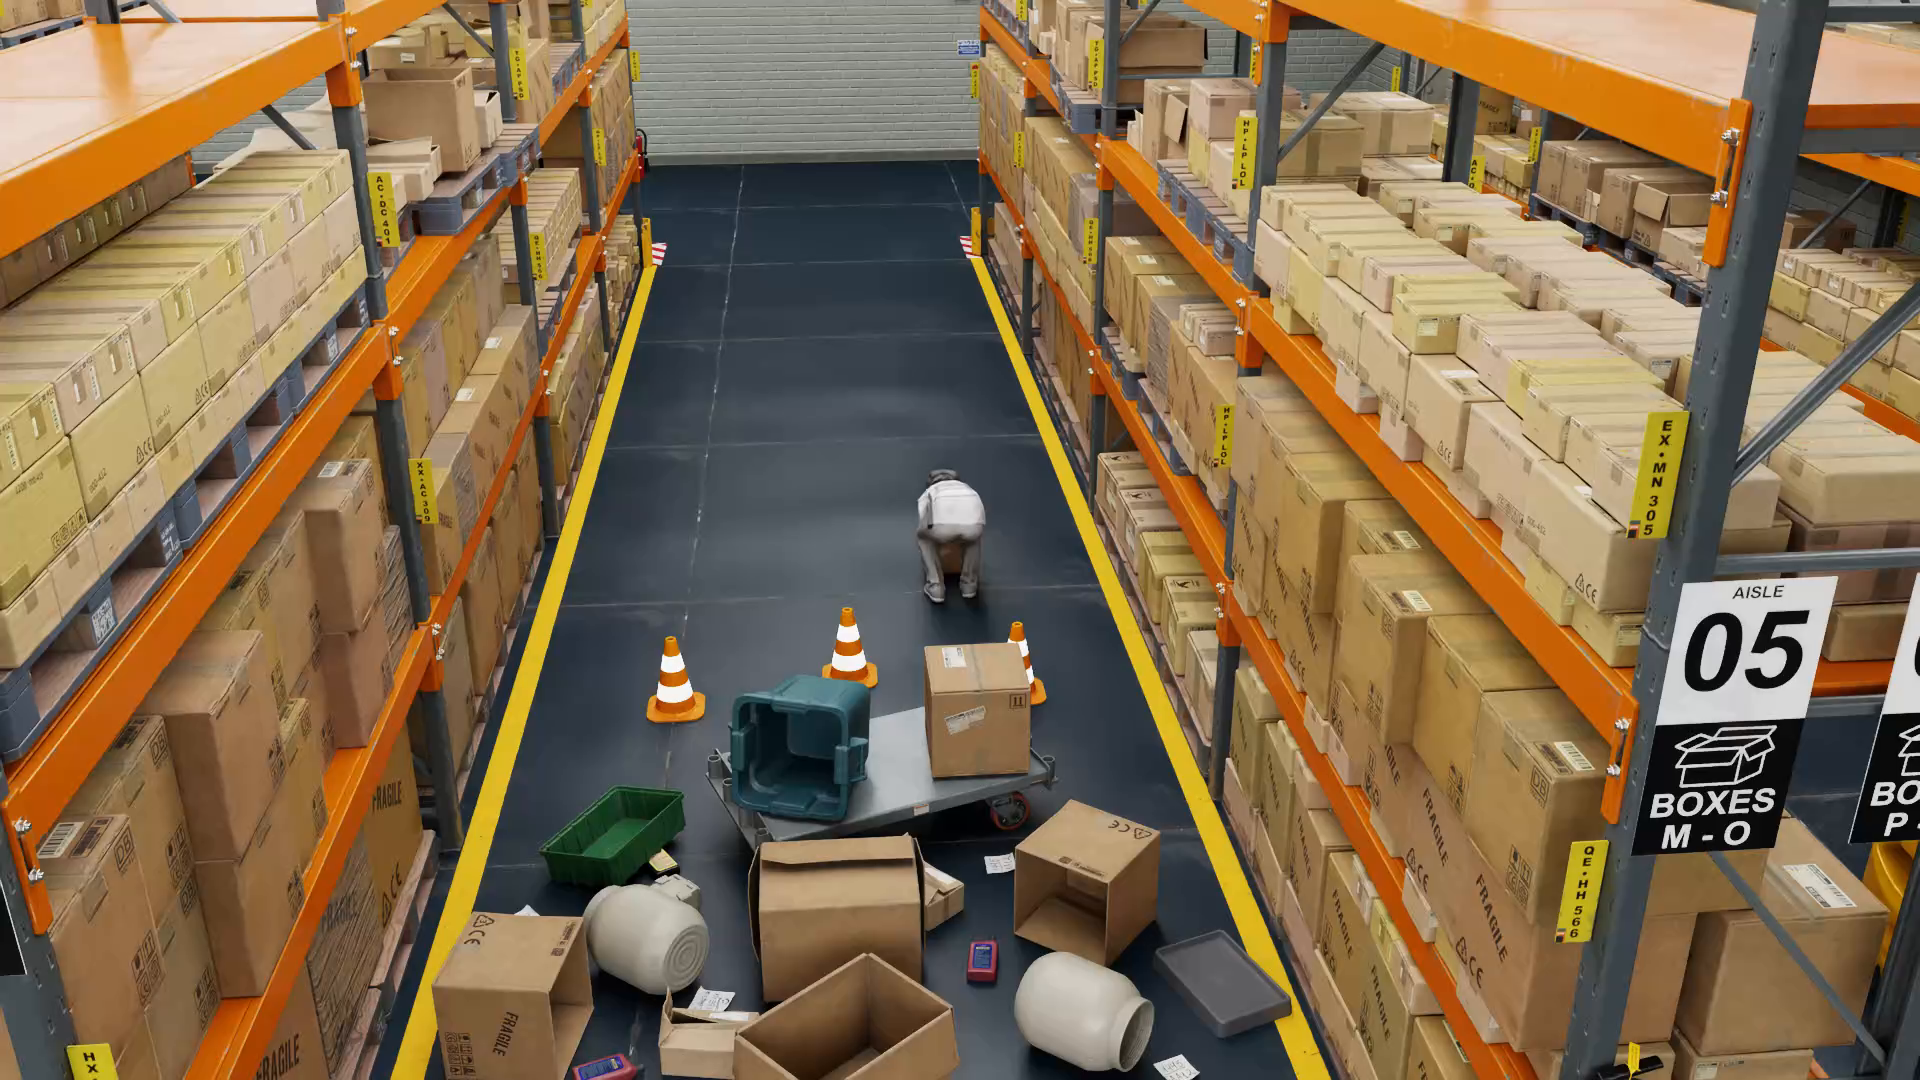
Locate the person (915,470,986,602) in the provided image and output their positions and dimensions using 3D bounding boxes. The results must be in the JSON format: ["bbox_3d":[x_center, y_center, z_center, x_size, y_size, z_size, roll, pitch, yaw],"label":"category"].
[{"bbox_3d":[-0.072,-0.038,11.289,0.460,0.812,0.902,-3,24,-7],"label":"person"}]
